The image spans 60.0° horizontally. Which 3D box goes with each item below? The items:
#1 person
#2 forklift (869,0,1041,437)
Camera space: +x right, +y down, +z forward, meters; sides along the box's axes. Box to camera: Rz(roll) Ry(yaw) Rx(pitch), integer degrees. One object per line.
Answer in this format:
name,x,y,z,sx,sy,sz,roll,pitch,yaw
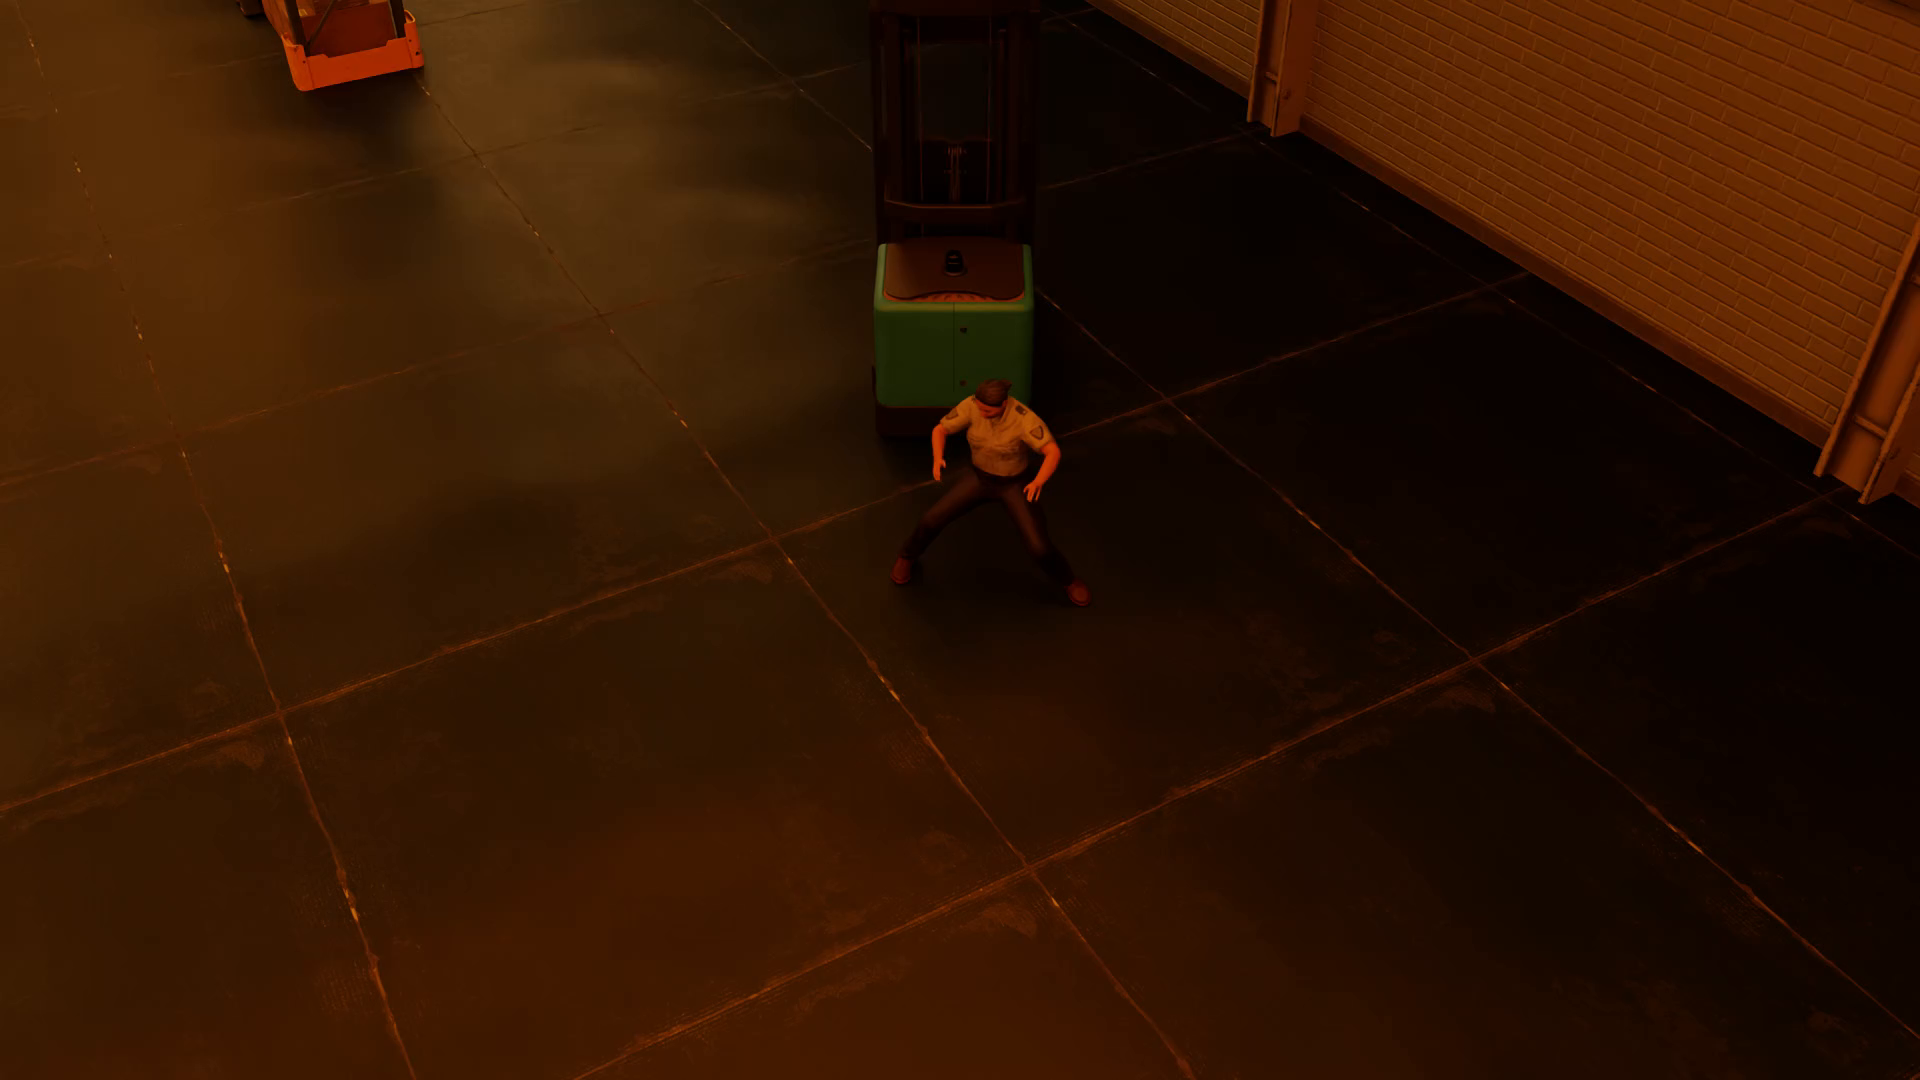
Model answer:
person,0.185,-0.282,9.552,1.204,1.430,0.626,22,45,25
forklift,-0.032,-2.724,11.320,1.130,2.935,3.031,0,40,0
